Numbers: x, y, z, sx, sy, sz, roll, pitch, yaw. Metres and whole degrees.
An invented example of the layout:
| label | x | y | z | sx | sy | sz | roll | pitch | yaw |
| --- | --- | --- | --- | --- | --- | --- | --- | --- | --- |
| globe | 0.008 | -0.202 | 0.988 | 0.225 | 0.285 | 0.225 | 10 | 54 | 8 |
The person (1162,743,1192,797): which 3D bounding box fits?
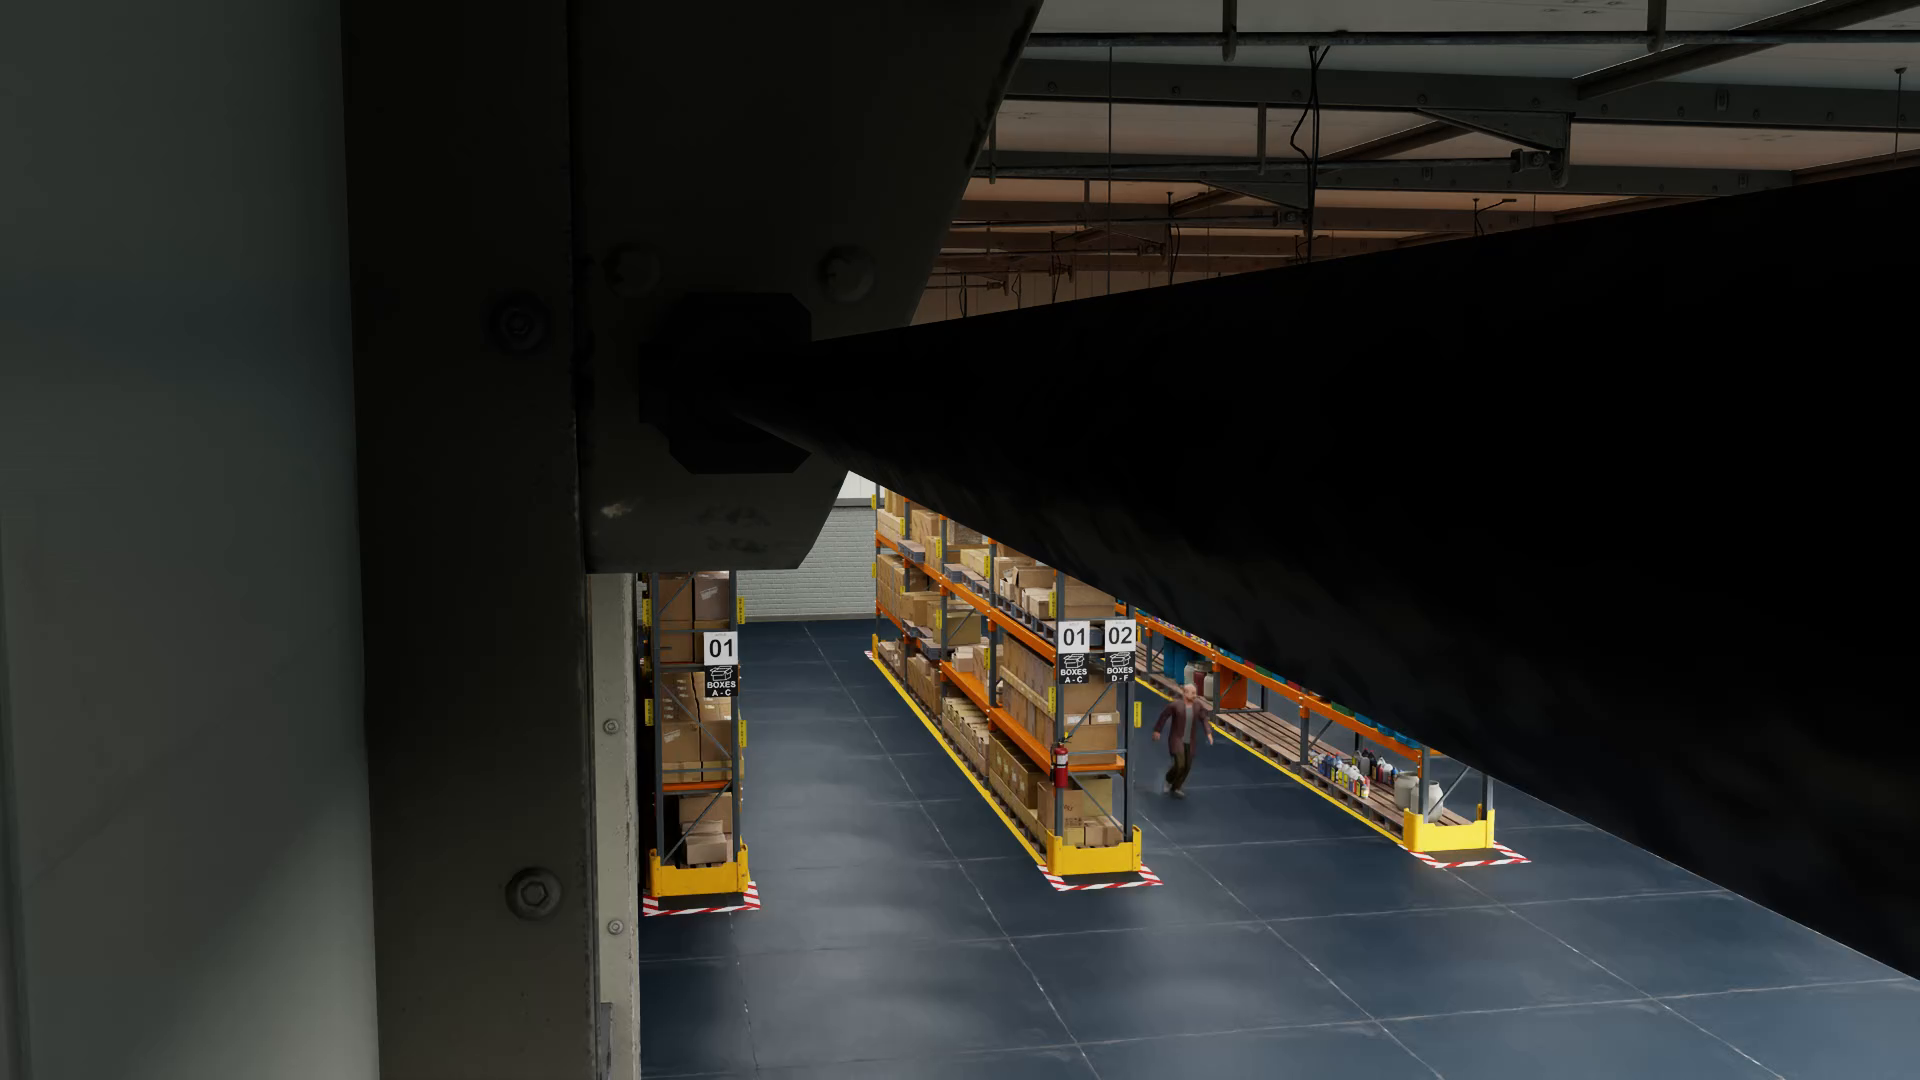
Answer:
| label | x | y | z | sx | sy | sz | roll | pitch | yaw |
| --- | --- | --- | --- | --- | --- | --- | --- | --- | --- |
| person | 3.214 | 3.287 | 24.519 | 0.438 | 1.040 | 0.547 | -2 | 6 | -20 |
